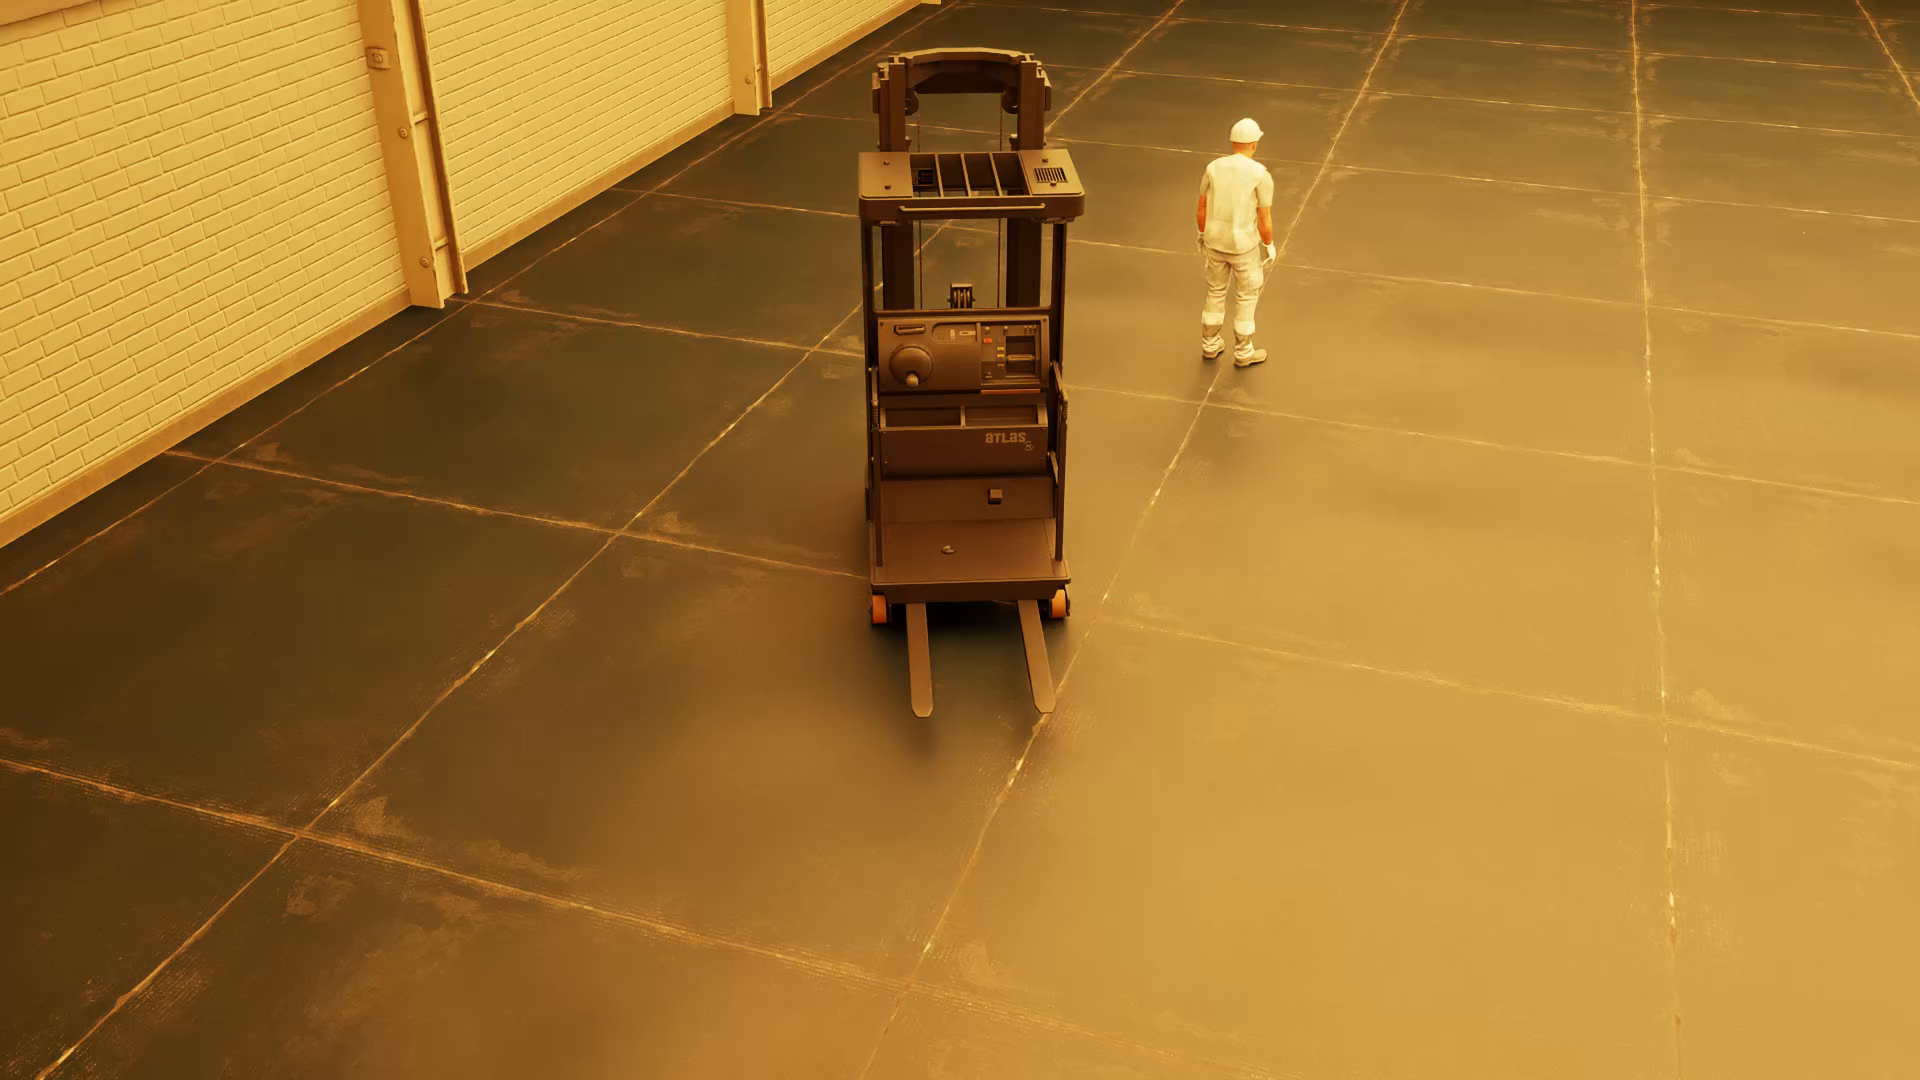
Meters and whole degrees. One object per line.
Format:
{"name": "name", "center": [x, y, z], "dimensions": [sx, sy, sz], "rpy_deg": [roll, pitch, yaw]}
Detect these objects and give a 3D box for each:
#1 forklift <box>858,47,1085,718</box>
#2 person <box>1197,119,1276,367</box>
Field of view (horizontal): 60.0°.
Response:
{"name": "forklift", "center": [0.035, -0.972, 8.842], "dimensions": [1.130, 2.935, 3.031], "rpy_deg": [-2, 30, -3]}
{"name": "person", "center": [2.002, -2.155, 12.084], "dimensions": [0.621, 1.779, 0.454], "rpy_deg": [20, 35, 31]}
